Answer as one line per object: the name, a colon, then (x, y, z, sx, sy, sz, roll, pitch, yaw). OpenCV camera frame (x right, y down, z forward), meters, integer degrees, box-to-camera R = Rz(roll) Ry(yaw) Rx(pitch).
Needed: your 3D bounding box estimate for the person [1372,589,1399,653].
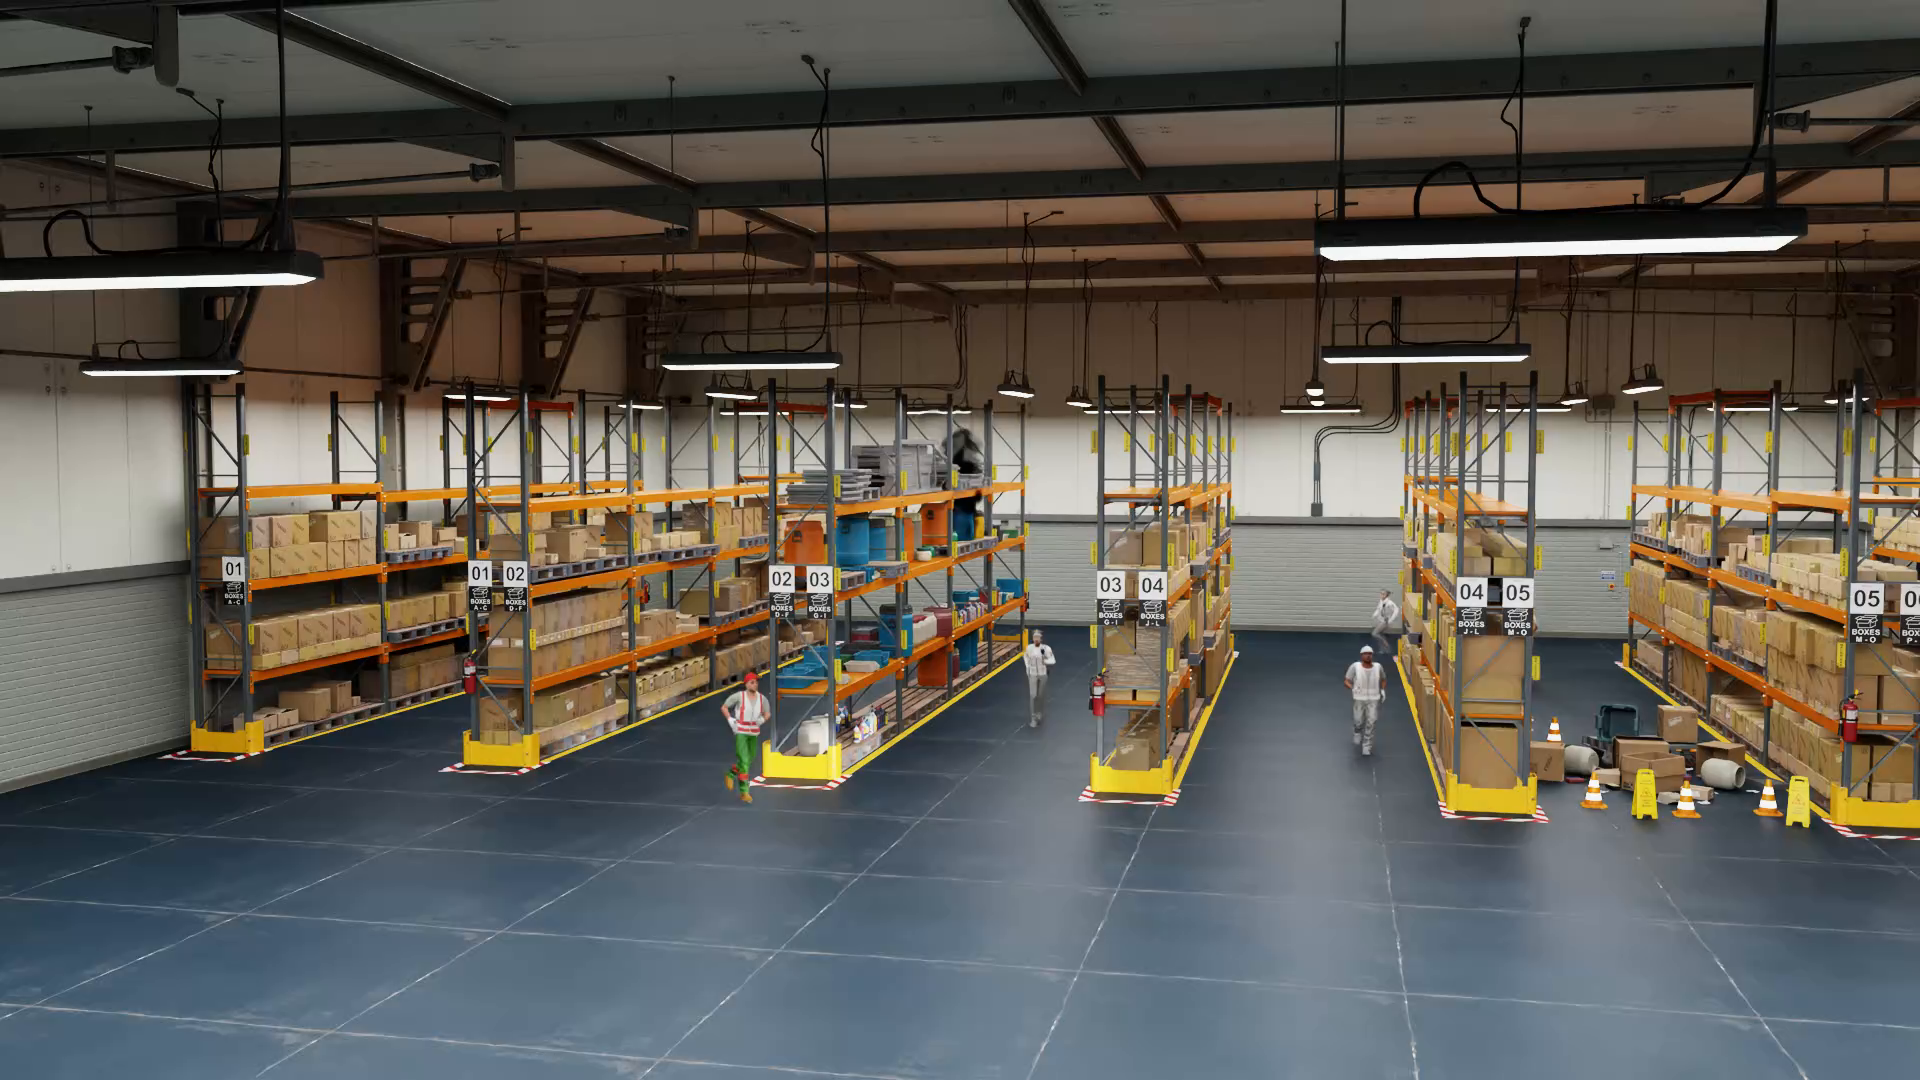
person: (10.111, 1.948, 39.661, 0.584, 1.598, 0.740, -1, 3, -9)

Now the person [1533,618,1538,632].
person: (12.067, 2.141, 35.711, 0.588, 1.634, 0.793, 0, 3, 6)

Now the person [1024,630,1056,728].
person: (1.419, 2.463, 29.775, 0.579, 1.754, 0.775, 0, 3, 5)

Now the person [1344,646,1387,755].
person: (6.587, 2.585, 26.981, 0.687, 1.743, 0.704, 0, 3, 5)

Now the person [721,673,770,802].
person: (-3.032, 2.779, 23.721, 0.699, 1.779, 0.904, -2, 4, -32)
